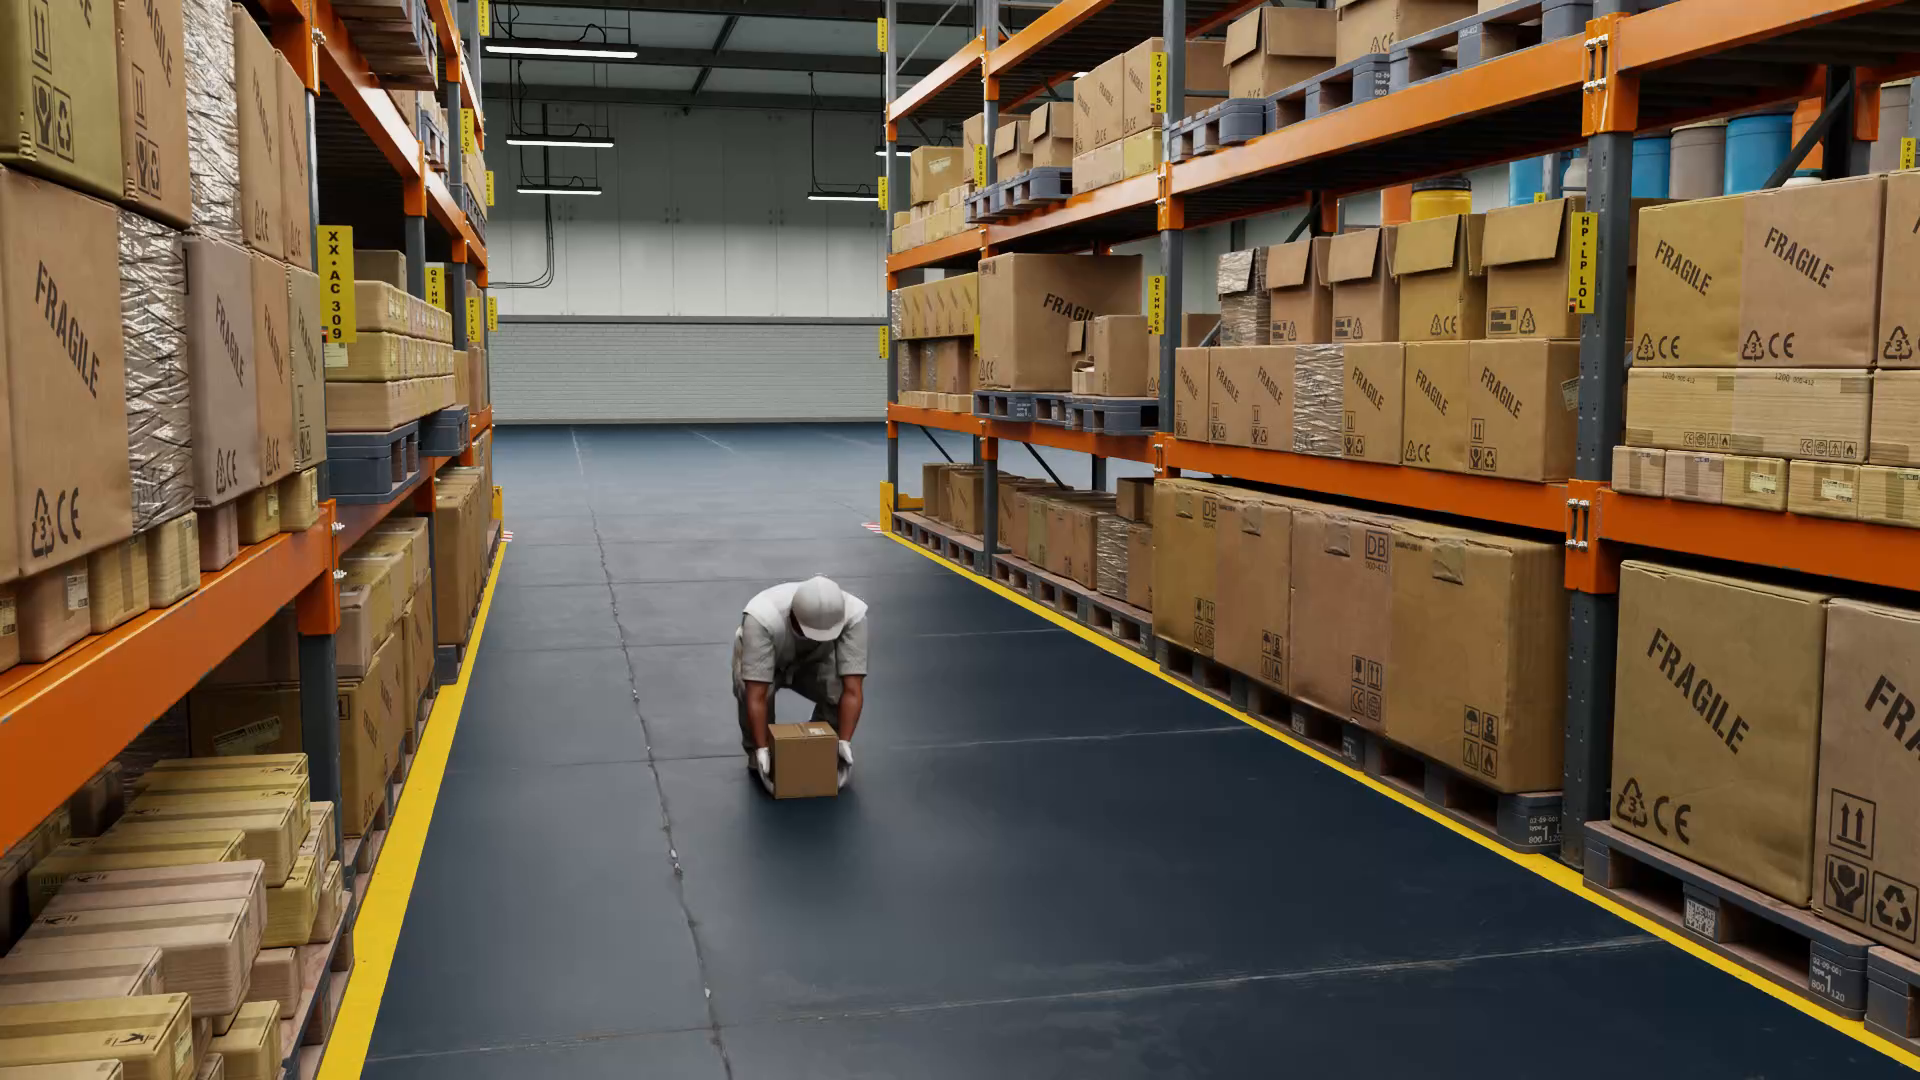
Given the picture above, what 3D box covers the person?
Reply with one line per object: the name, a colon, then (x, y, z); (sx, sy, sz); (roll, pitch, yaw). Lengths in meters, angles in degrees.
person: (-0.674, 0.549, 6.988); (0.568, 0.885, 0.906); (-1, 6, -14)
